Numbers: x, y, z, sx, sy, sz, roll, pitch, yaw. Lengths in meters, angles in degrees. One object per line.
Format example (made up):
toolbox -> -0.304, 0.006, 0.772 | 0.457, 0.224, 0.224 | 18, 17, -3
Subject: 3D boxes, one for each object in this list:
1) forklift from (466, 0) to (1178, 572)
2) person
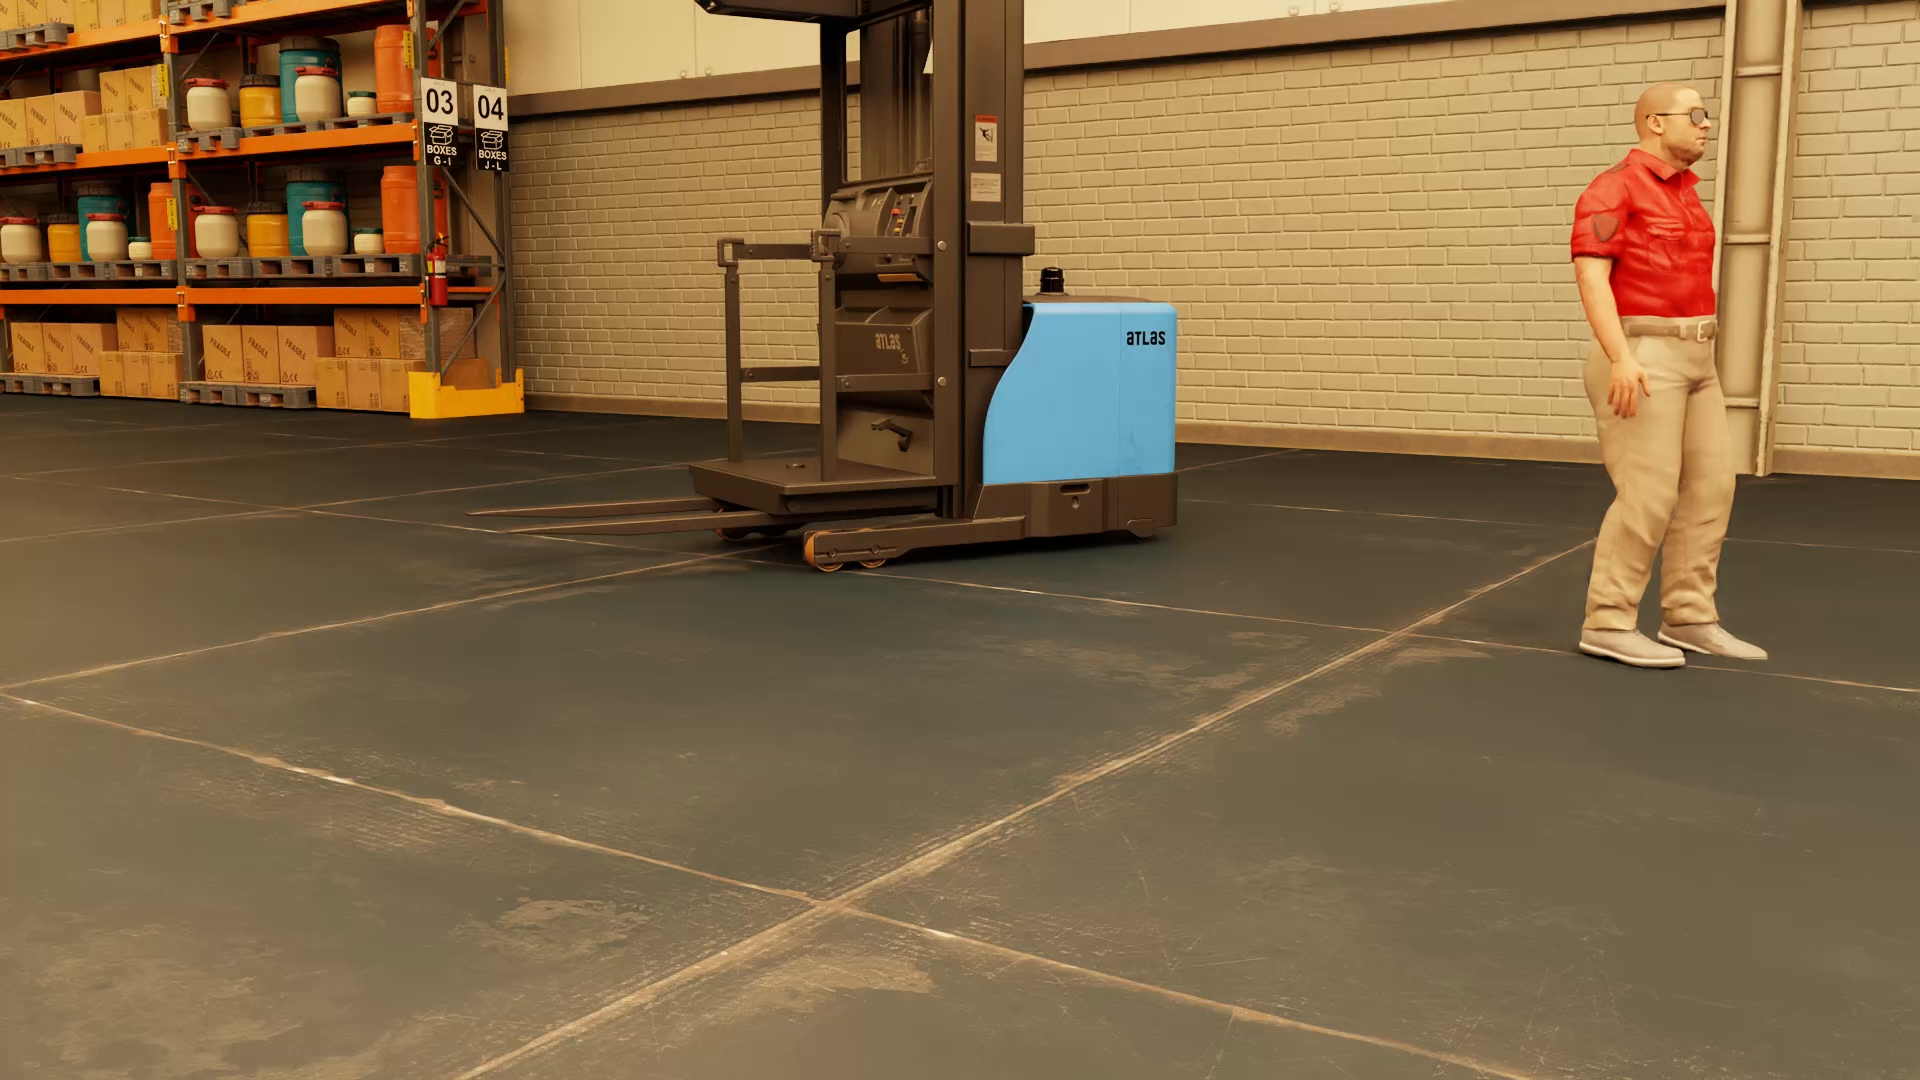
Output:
forklift -> -0.544, -1.407, 7.090 | 3.031, 2.935, 1.130 | -5, 9, -29
person -> 2.159, -0.508, 4.985 | 0.640, 1.727, 0.551 | -7, 10, -39
